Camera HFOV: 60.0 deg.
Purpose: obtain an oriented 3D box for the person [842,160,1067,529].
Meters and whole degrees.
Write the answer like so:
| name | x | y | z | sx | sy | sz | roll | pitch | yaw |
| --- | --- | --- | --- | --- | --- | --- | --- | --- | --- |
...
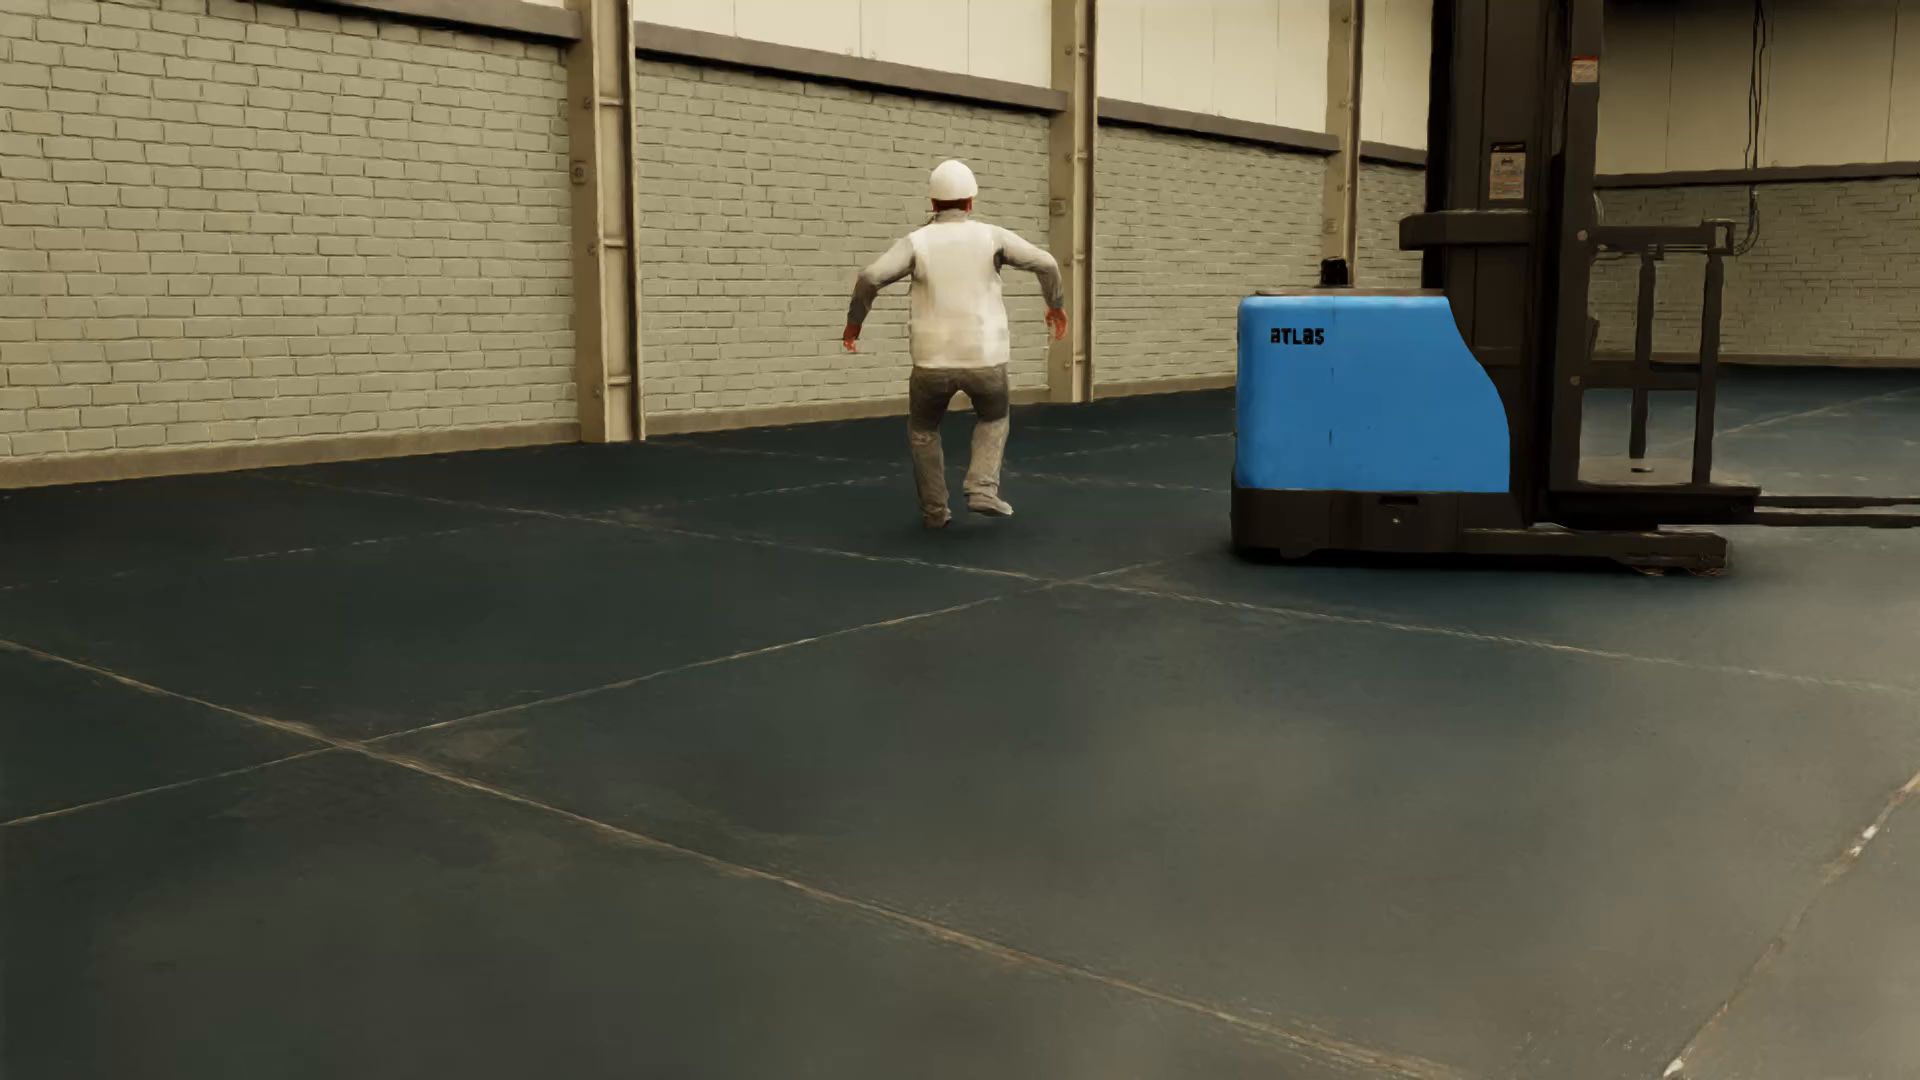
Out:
| name | x | y | z | sx | sy | sz | roll | pitch | yaw |
| --- | --- | --- | --- | --- | --- | --- | --- | --- | --- |
| person | -0.016 | -0.860 | 7.556 | 1.004 | 1.675 | 0.720 | 1 | 8 | 4 |

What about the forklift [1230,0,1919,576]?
| name | x | y | z | sx | sy | sz | roll | pitch | yaw |
| --- | --- | --- | --- | --- | --- | --- | --- | --- | --- |
| forklift | 2.679 | -1.393 | 6.799 | 3.031 | 2.935 | 1.130 | 1 | 8 | 8 |
